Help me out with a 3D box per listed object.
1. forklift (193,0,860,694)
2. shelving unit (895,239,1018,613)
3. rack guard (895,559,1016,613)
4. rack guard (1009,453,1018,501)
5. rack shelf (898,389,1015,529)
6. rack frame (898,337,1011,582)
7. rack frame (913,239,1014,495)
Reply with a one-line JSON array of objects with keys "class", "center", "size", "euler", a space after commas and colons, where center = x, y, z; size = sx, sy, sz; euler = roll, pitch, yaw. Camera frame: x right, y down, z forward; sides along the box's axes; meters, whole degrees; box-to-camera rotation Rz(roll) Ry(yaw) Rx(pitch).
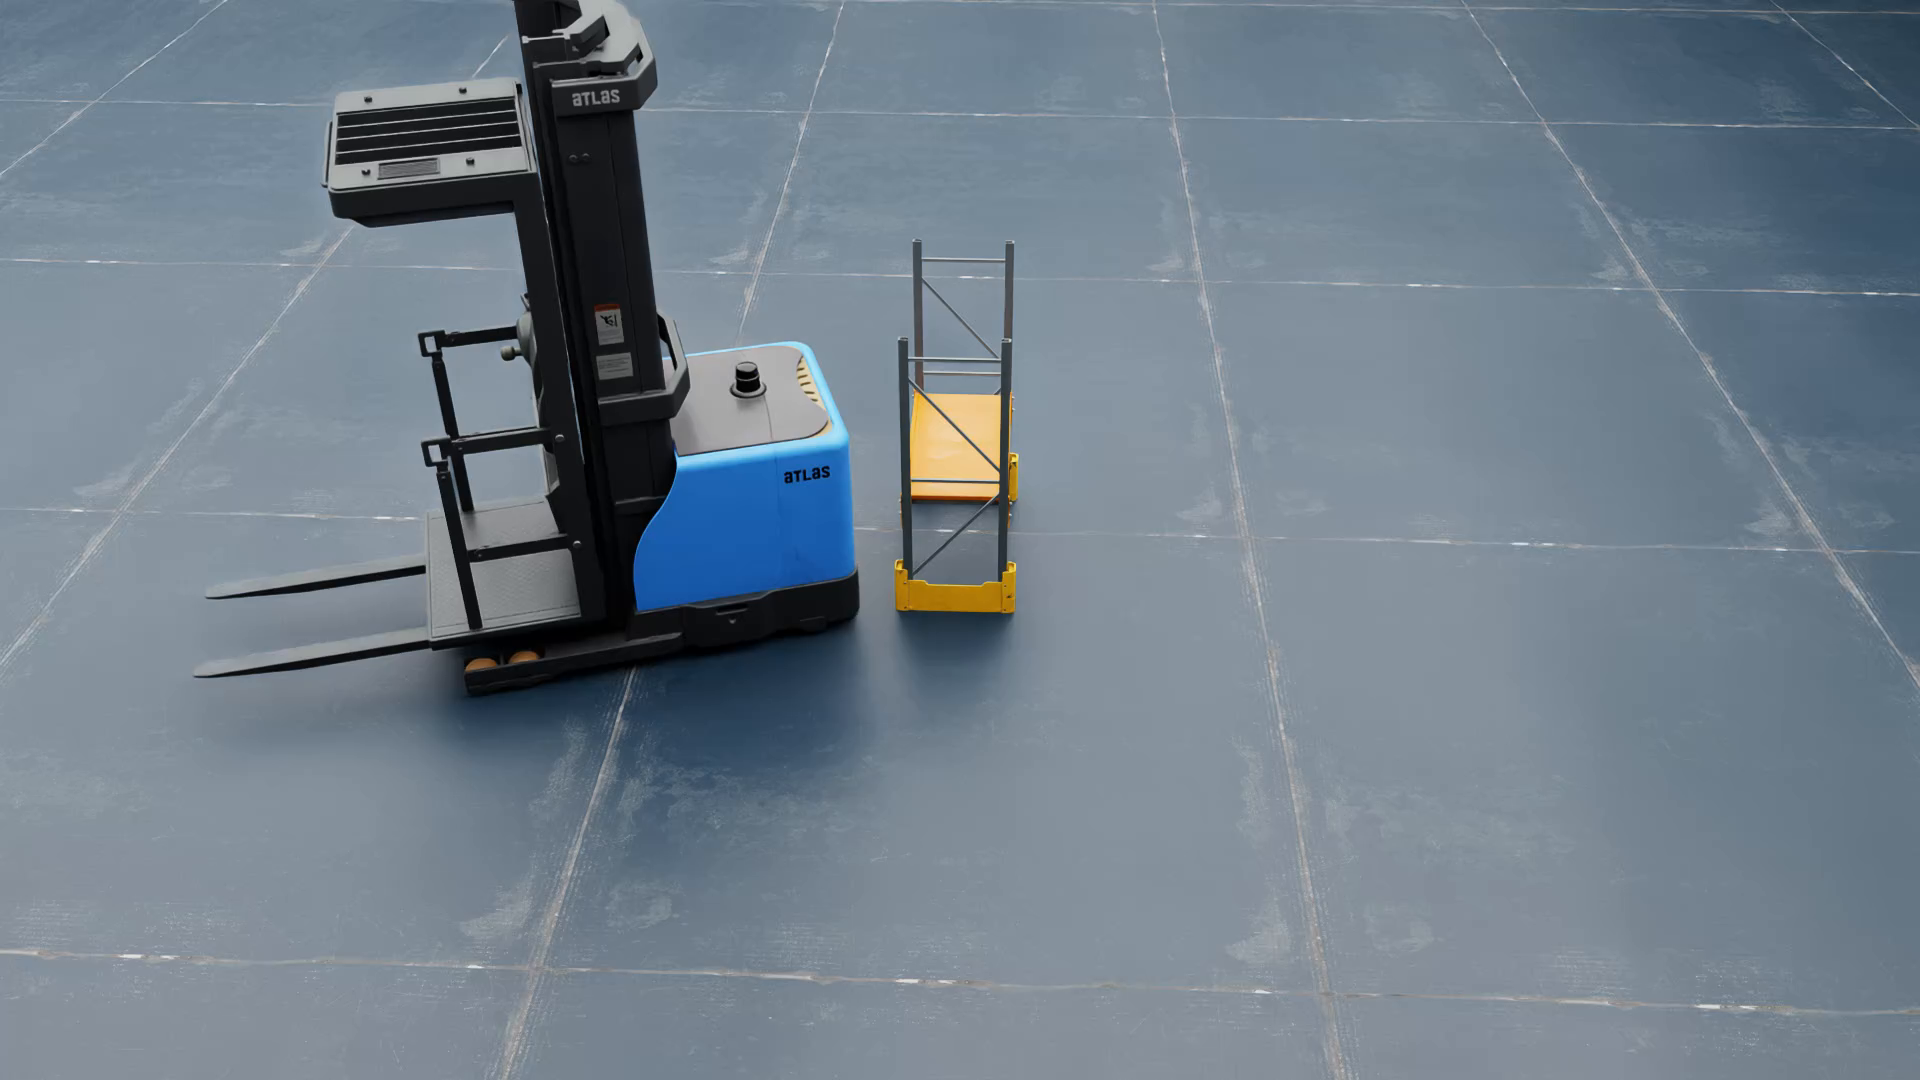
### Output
[{"class": "forklift", "center": [-2.065, -0.826, 7.323], "size": [3.031, 2.935, 1.130], "euler": [-9, 36, -13]}, {"class": "shelving unit", "center": [-0.003, -0.570, 8.202], "size": [0.587, 1.500, 1.083], "euler": [1, 35, 2]}, {"class": "rack guard", "center": [-0.023, 0.228, 8.154], "size": [0.587, 0.250, 0.087], "euler": [1, 35, 2]}, {"class": "rack guard", "center": [0.017, -0.345, 8.969], "size": [0.587, 0.250, 0.087], "euler": [1, 35, 2]}, {"class": "rack shelf", "center": [-0.003, -0.417, 8.298], "size": [0.538, 0.185, 1.000], "euler": [1, 35, 2]}, {"class": "rack frame", "center": [-0.024, -0.273, 7.779], "size": [0.500, 1.500, 0.032], "euler": [1, 35, 2]}, {"class": "rack frame", "center": [0.017, -0.857, 8.610], "size": [0.500, 1.500, 0.032], "euler": [1, 35, 2]}]
